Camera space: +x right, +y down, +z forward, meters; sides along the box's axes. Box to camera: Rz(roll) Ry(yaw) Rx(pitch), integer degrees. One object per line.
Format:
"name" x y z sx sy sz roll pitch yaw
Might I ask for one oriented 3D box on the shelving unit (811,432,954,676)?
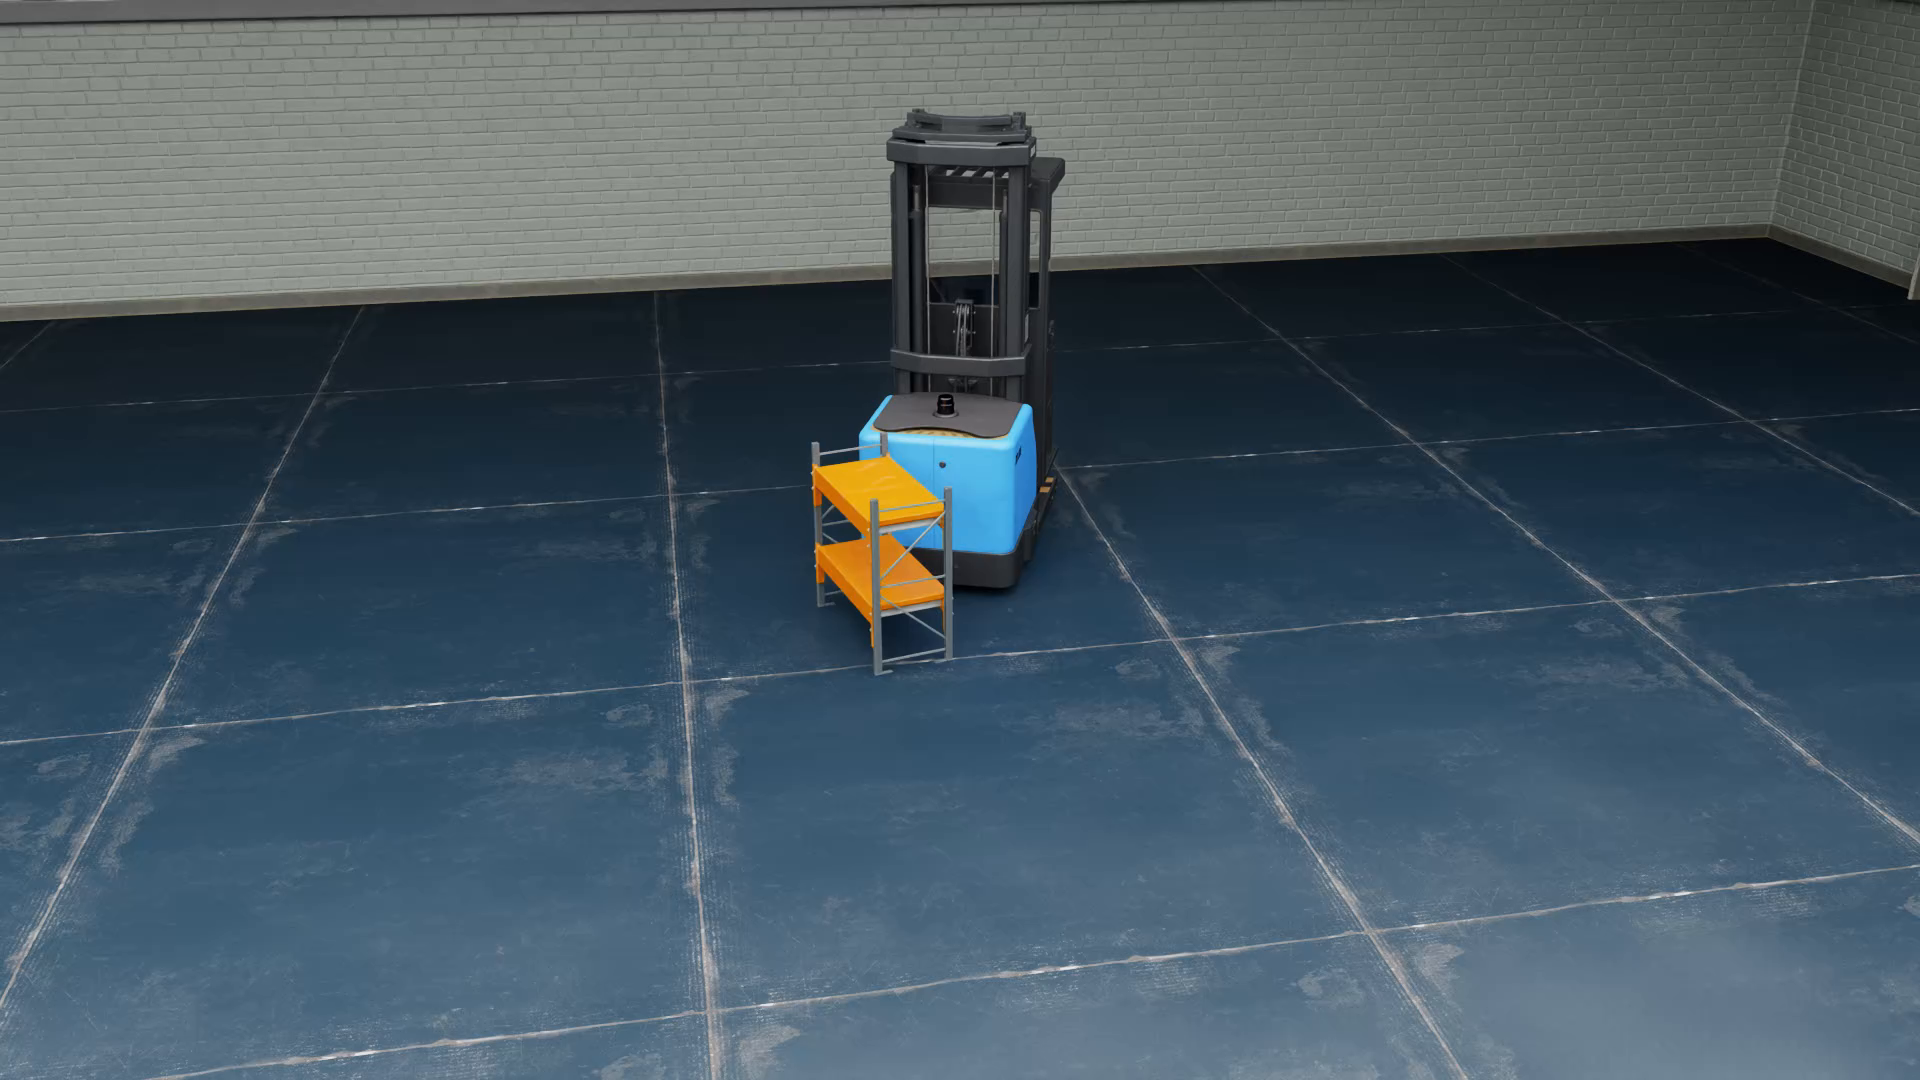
"shelving unit" -0.484 0.062 10.202 0.538 1.125 1.048 -10 26 -22

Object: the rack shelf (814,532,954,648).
"rack shelf" -0.484 0.286 10.300 0.538 0.278 1.000 -10 26 -22

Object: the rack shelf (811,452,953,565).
"rack shelf" -0.484 -0.206 10.085 0.538 0.278 1.000 -10 26 -22

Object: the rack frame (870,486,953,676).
"rack frame" -0.279 0.248 9.776 0.500 1.125 0.032 -10 26 -22

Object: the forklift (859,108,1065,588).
"forklift" 0.121 -1.591 11.730 1.130 2.935 3.031 4 24 10

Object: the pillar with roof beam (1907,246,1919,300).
"pillar with roof beam" 5.986 -6.300 14.931 9.100 9.000 0.400 -4 24 -10

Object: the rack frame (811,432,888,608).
"rack frame" -0.689 -0.124 10.628 0.500 1.125 0.032 -10 26 -22
